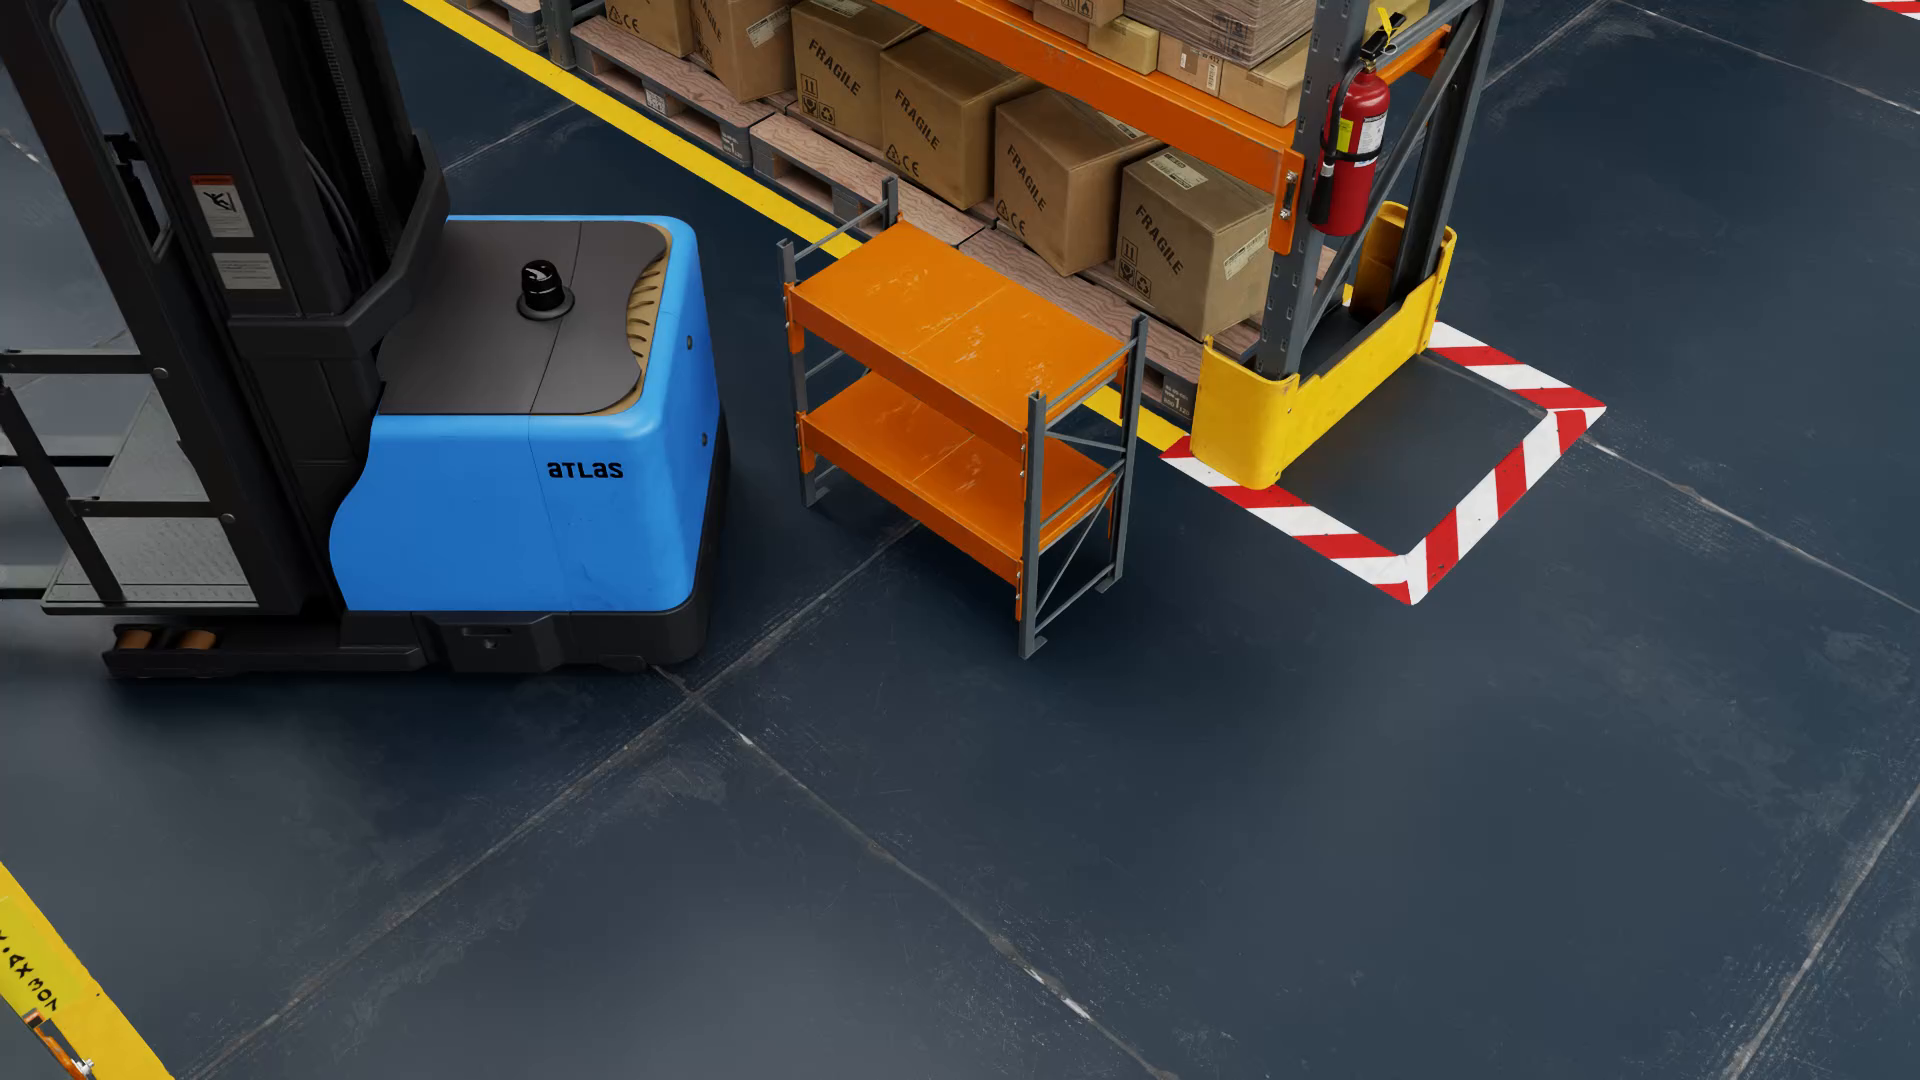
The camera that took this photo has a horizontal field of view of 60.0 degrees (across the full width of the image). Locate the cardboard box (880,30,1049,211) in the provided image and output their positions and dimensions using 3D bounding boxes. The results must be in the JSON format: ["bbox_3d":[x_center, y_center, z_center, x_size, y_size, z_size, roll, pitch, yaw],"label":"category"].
[{"bbox_3d":[0.030,-1.748,6.760,0.500,0.500,0.500,-33,55,-27],"label":"cardboard box"}]

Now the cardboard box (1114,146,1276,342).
[{"bbox_3d":[0.940,-1.151,6.200,0.500,0.500,0.500,-28,53,-24],"label":"cardboard box"}]

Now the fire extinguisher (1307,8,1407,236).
[{"bbox_3d":[1.159,-1.215,4.886,0.183,0.674,0.296,34,55,28],"label":"fire extinguisher"}]

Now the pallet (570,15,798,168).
[{"bbox_3d":[-1.035,-2.255,7.723,1.213,0.211,1.003,34,55,28],"label":"pallet"}]

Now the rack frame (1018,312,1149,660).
[{"bbox_3d":[0.369,-0.137,5.107,0.032,1.125,0.500,34,55,28],"label":"rack frame"}]

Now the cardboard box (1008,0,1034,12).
[{"bbox_3d":[0.307,-1.987,5.730,0.250,0.149,0.380,34,55,28],"label":"cardboard box"}]

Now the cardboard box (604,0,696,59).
[{"bbox_3d":[-1.285,-2.592,7.552,0.500,0.500,0.500,32,55,27],"label":"cardboard box"}]

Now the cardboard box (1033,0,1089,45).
[{"bbox_3d":[0.463,-1.841,5.594,0.250,0.149,0.380,34,55,28],"label":"cardboard box"}]

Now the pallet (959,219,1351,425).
[{"bbox_3d":[0.758,-1.049,6.590,1.213,0.211,1.003,34,55,28],"label":"pallet"}]

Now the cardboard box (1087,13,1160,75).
[{"bbox_3d":[0.636,-1.709,5.470,0.250,0.149,0.380,34,55,28],"label":"cardboard box"}]

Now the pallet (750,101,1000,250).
[{"bbox_3d":[-0.134,-1.652,7.156,1.213,0.211,1.003,34,55,28],"label":"pallet"}]

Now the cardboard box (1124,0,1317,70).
[{"bbox_3d":[1.002,-1.968,5.267,0.500,0.500,0.875,34,55,28],"label":"cardboard box"}]

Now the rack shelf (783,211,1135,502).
[{"bbox_3d":[-0.005,-0.589,5.130,1.000,0.278,0.538,34,55,28],"label":"rack shelf"}]

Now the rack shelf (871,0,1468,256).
[{"bbox_3d":[-0.083,-2.288,6.334,4.000,0.370,1.077,34,55,28],"label":"rack shelf"}]

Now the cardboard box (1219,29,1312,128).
[{"bbox_3d":[1.038,-1.489,5.263,0.250,0.149,0.380,34,55,28],"label":"cardboard box"}]

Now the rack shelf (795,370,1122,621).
[{"bbox_3d":[-0.005,-0.221,5.521,1.000,0.278,0.538,34,55,28],"label":"rack shelf"}]

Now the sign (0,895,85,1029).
[{"bbox_3d":[-1.596,0.721,2.826,0.005,0.325,0.100,34,55,28],"label":"sign"}]

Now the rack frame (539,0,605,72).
[{"bbox_3d":[-1.552,-3.523,7.000,0.127,3.000,1.000,34,55,28],"label":"rack frame"}]

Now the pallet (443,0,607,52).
[{"bbox_3d":[-2.125,-2.952,8.377,1.213,0.211,1.003,34,55,28],"label":"pallet"}]

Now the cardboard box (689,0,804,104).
[{"bbox_3d":[-0.859,-2.313,7.290,0.500,0.500,0.500,-22,51,-19],"label":"cardboard box"}]

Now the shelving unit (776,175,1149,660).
[{"bbox_3d":[-0.005,-0.388,5.343,1.048,1.125,0.538,34,55,28],"label":"shelving unit"}]

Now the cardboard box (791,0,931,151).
[{"bbox_3d":[-0.350,-2.048,7.042,0.500,0.500,0.500,29,53,25],"label":"cardboard box"}]

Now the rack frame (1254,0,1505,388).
[{"bbox_3d":[1.387,-1.545,5.143,0.127,3.000,1.000,34,55,28],"label":"rack frame"}]

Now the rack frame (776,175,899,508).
[{"bbox_3d":[-0.379,-0.640,5.579,0.032,1.125,0.500,34,55,28],"label":"rack frame"}]

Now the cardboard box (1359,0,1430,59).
[{"bbox_3d":[1.339,-1.728,5.487,0.250,0.149,0.380,34,55,28],"label":"cardboard box"}]

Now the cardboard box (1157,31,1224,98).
[{"bbox_3d":[0.854,-1.613,5.380,0.250,0.149,0.380,34,55,28],"label":"cardboard box"}]

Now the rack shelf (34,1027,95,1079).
[{"bbox_3d":[-3.442,0.366,3.843,4.000,0.370,1.077,34,55,28],"label":"rack shelf"}]

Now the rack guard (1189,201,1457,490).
[{"bbox_3d":[1.331,-0.727,6.090,0.348,0.500,1.175,34,55,28],"label":"rack guard"}]

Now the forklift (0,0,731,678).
[{"bbox_3d":[-2.334,-0.947,4.629,3.031,2.935,1.130,0,47,0],"label":"forklift"}]

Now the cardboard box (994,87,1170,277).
[{"bbox_3d":[0.477,-1.428,6.460,0.500,0.500,0.500,-25,52,-21],"label":"cardboard box"}]

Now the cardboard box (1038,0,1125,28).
[{"bbox_3d":[0.553,-2.151,5.439,0.500,0.500,0.875,34,55,28],"label":"cardboard box"}]
